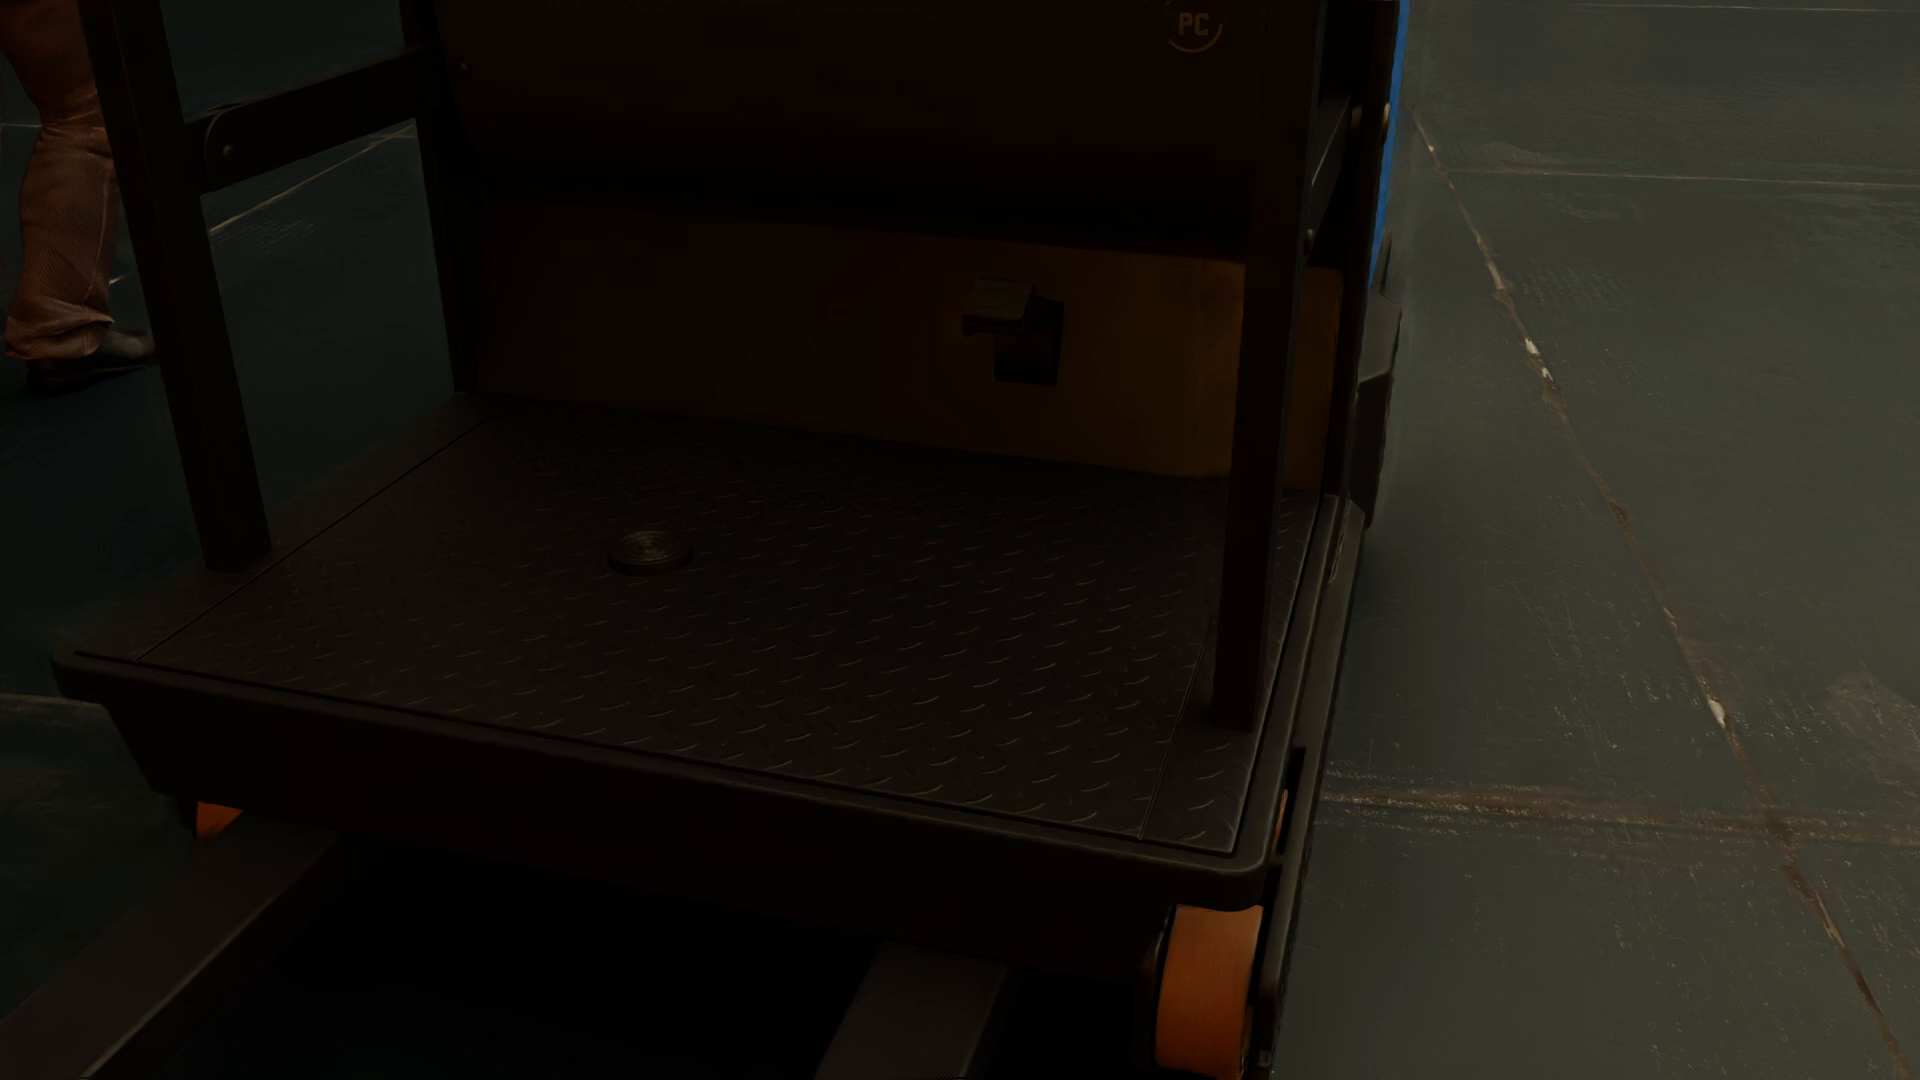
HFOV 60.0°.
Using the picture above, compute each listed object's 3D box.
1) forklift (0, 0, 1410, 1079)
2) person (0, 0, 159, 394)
[{"bbox_3d":[-0.167,-1.019,1.259,1.130,2.935,3.031,8,27,15],"label":"forklift"},{"bbox_3d":[-1.747,-1.109,2.854,0.848,1.692,0.405,9,28,18],"label":"person"}]
